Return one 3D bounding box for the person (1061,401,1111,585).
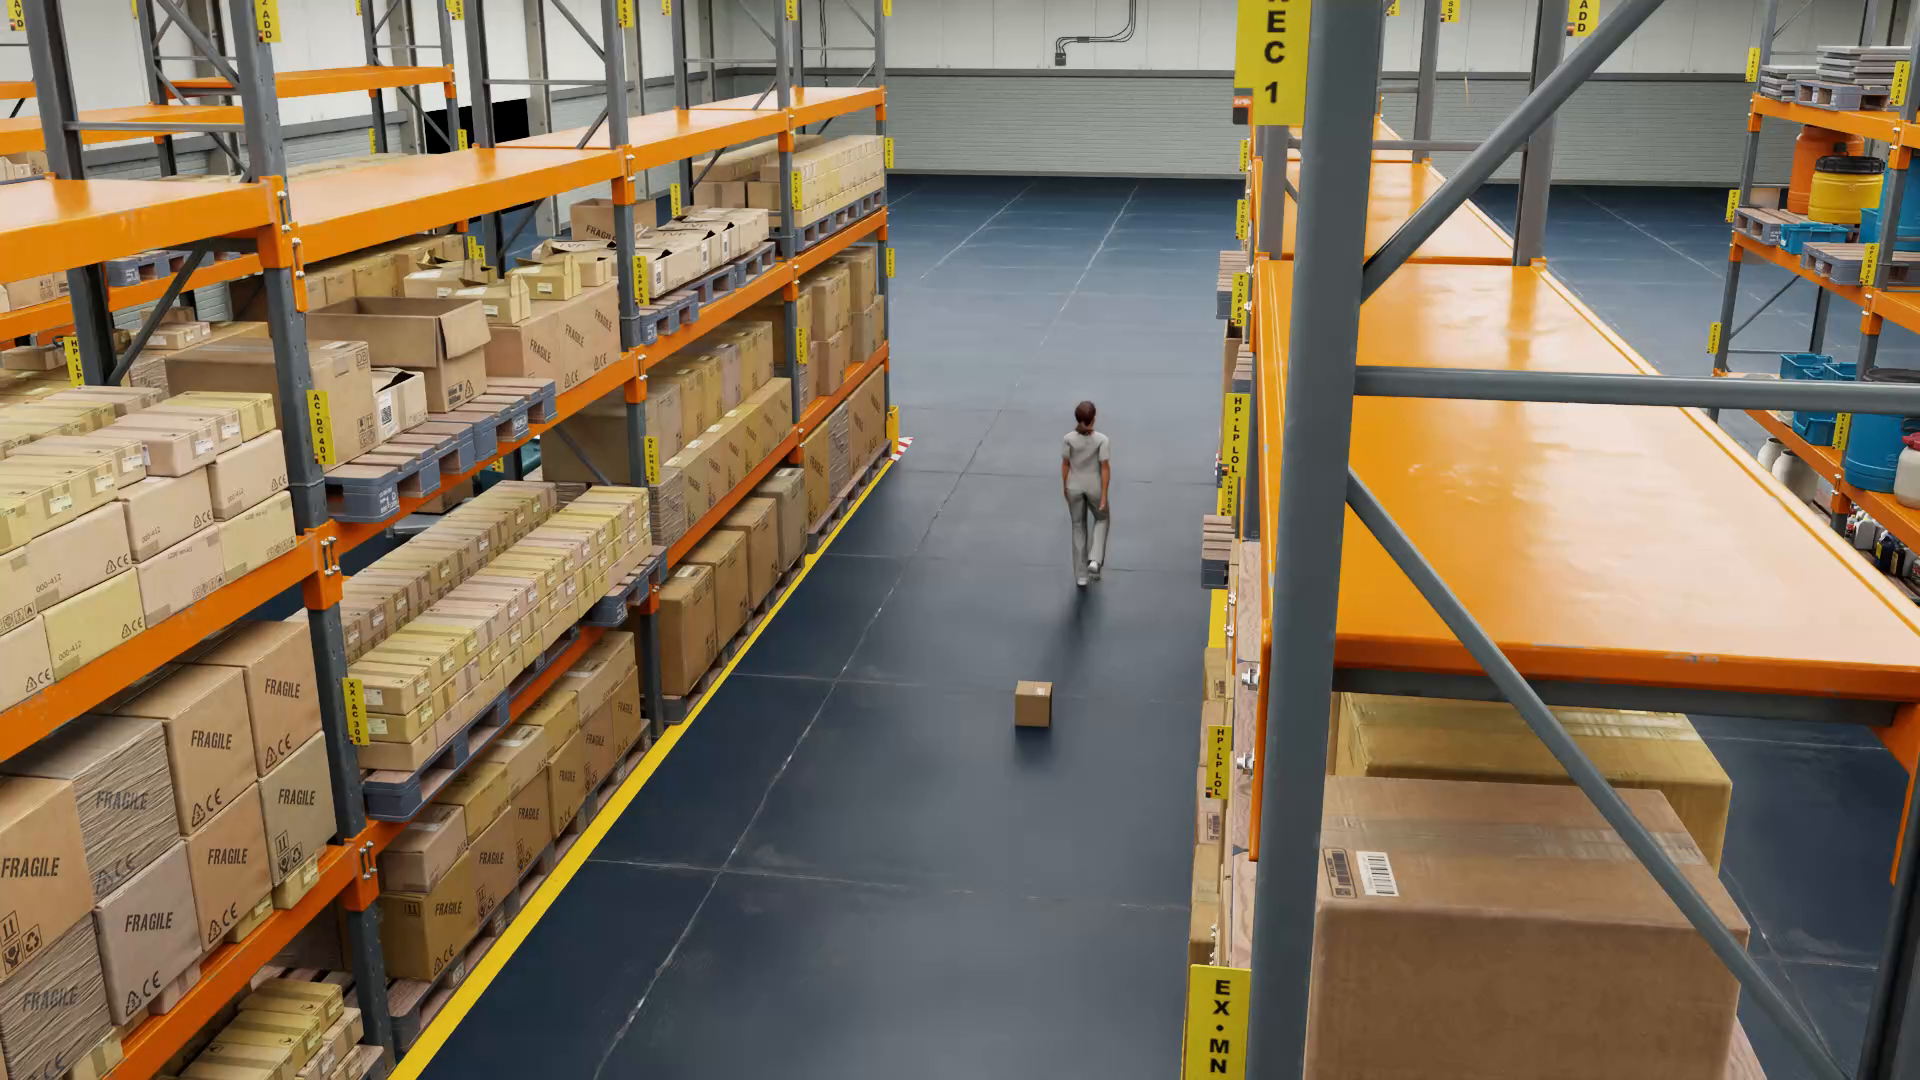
[{"bbox_3d":[1.120,-0.427,14.781,0.444,1.690,0.463,3,18,9],"label":"person"}]
